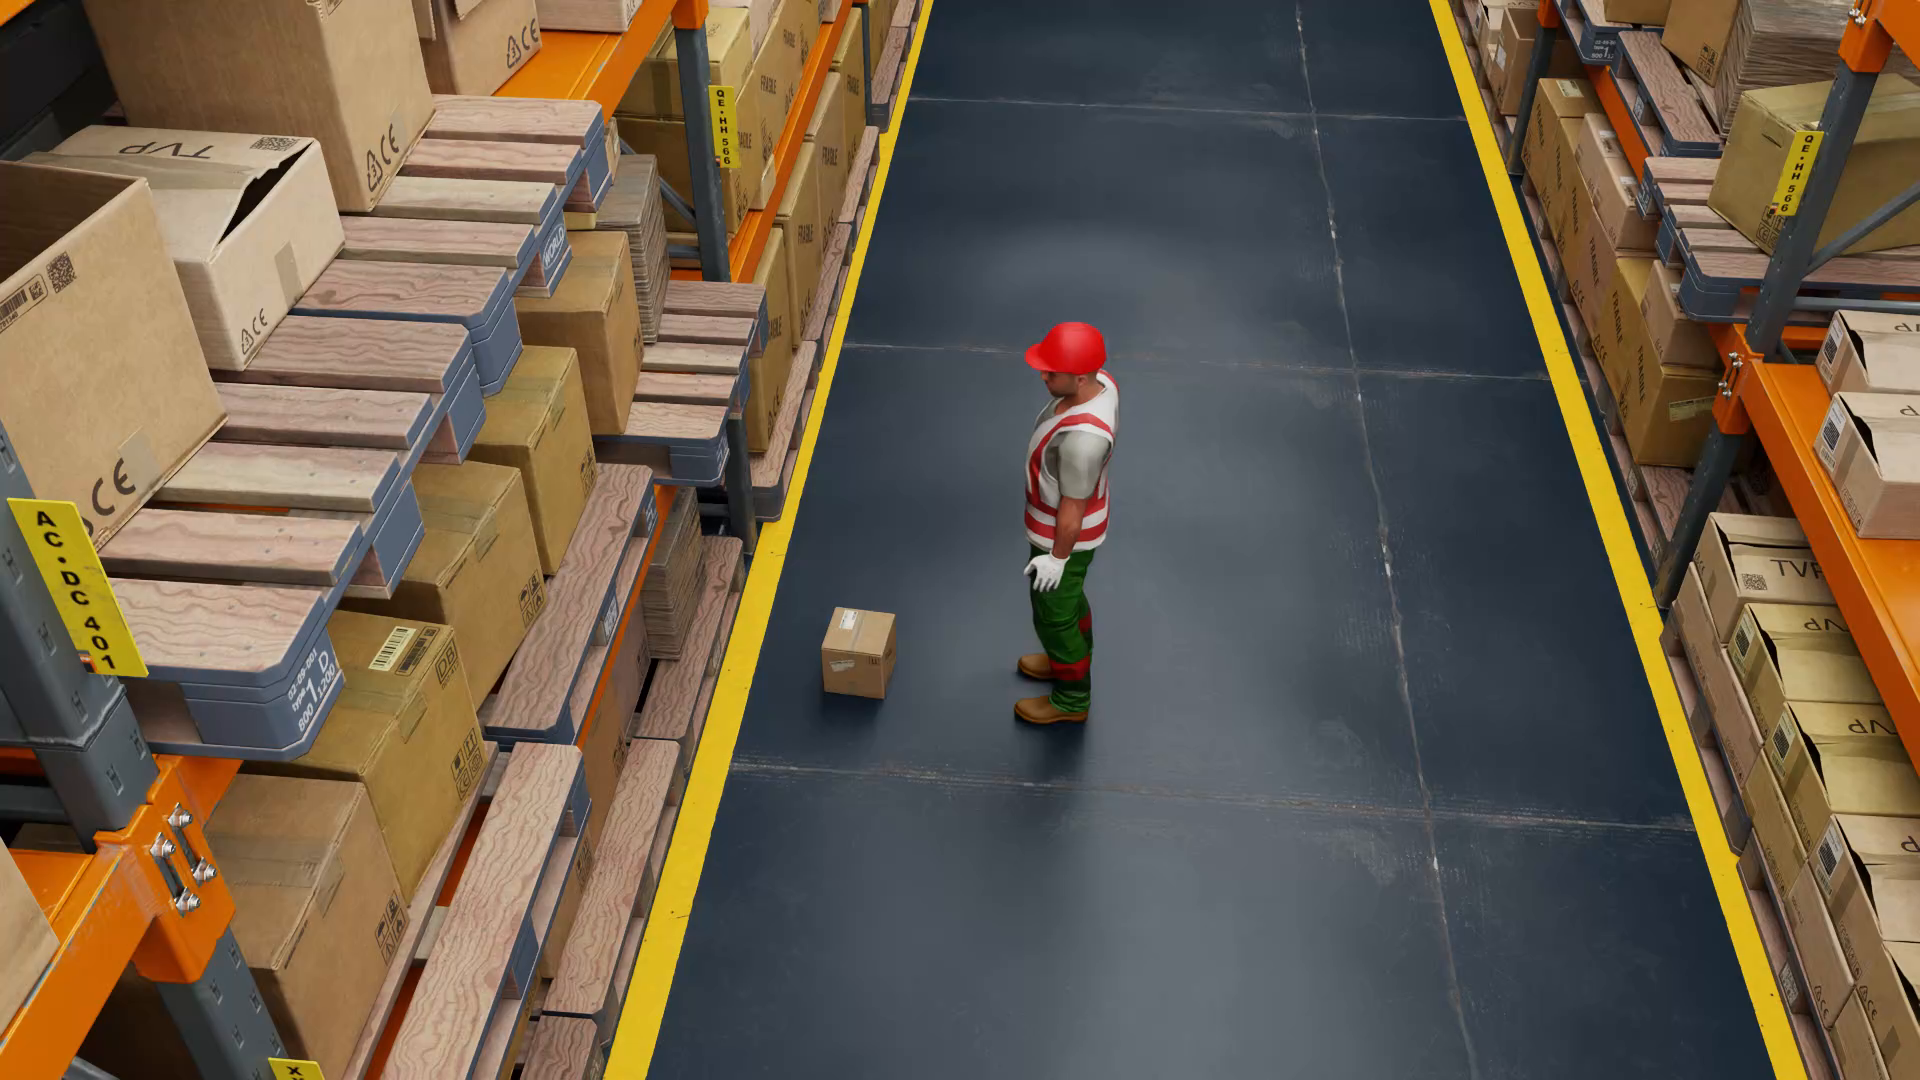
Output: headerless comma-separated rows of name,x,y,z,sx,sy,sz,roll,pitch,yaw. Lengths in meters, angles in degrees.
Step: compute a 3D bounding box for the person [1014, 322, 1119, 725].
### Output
person,0.392,-0.047,6.199,0.344,1.780,0.527,4,40,5
